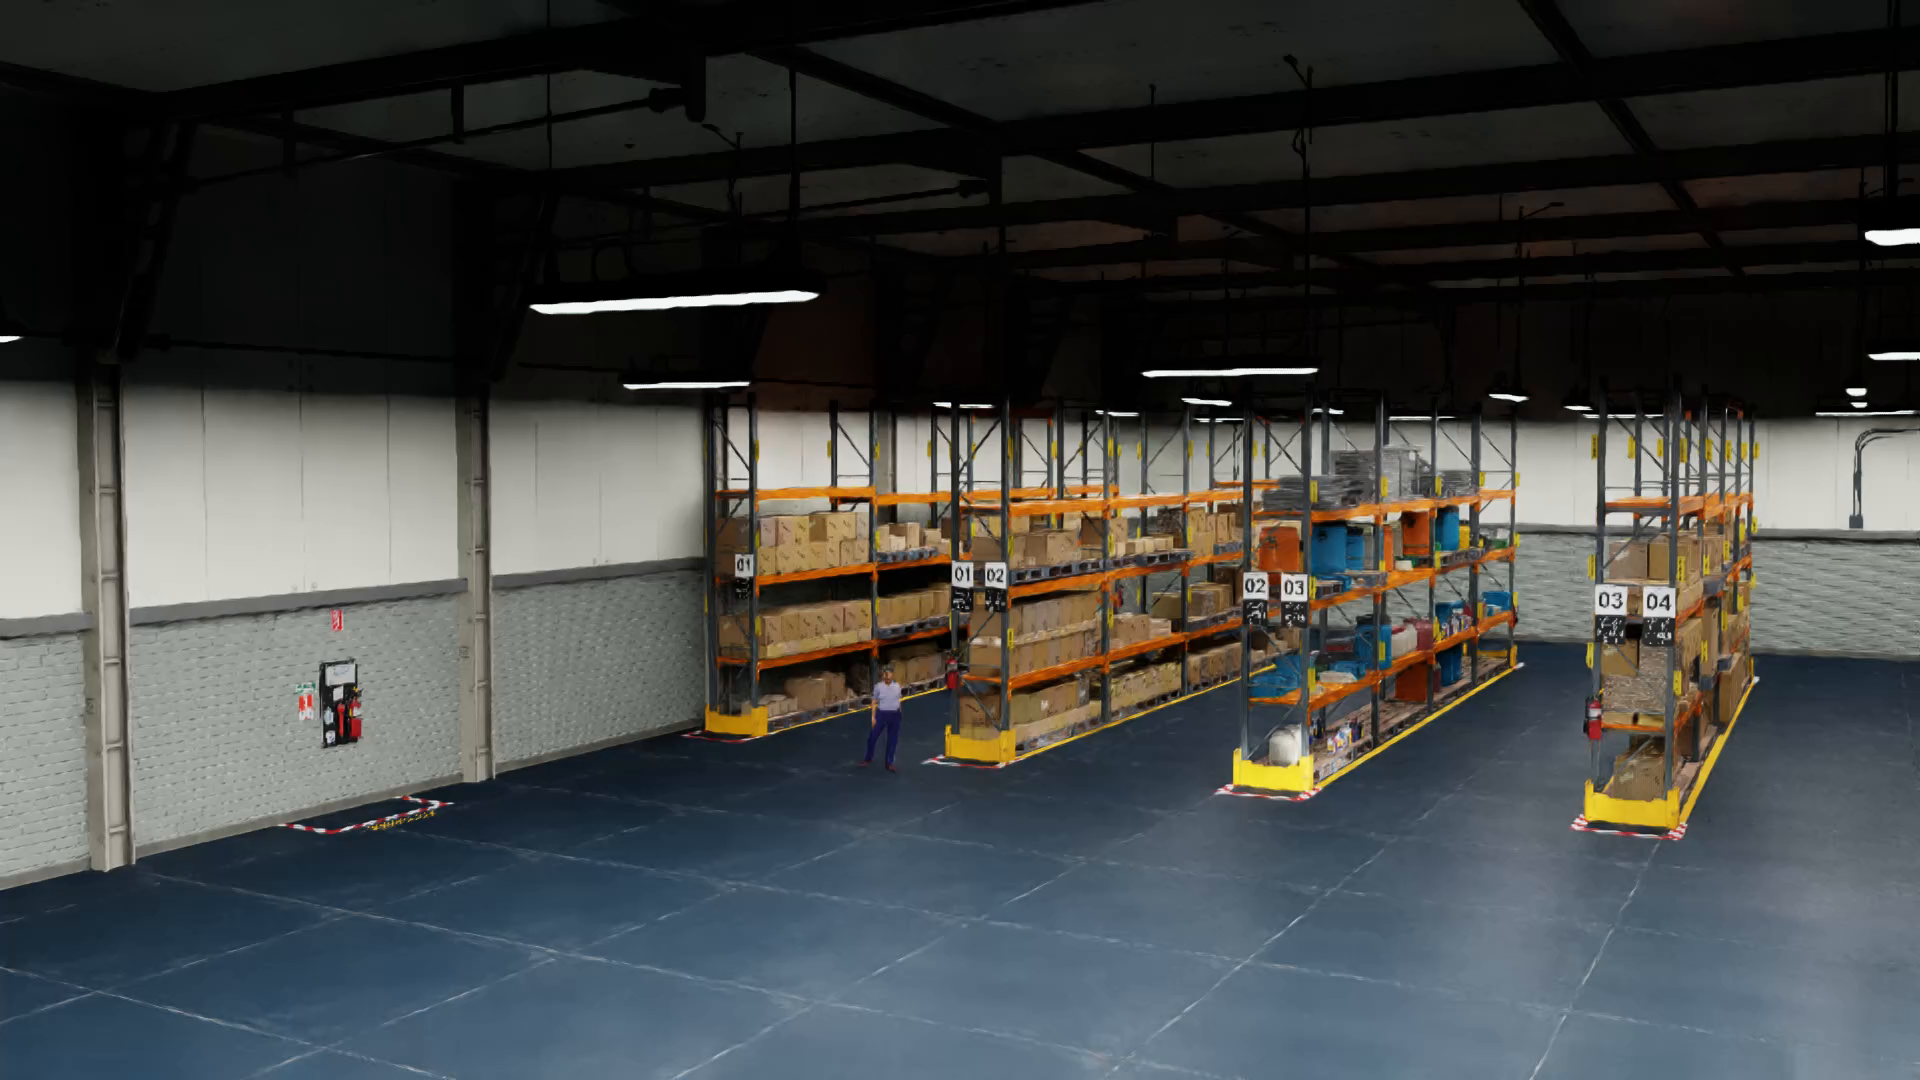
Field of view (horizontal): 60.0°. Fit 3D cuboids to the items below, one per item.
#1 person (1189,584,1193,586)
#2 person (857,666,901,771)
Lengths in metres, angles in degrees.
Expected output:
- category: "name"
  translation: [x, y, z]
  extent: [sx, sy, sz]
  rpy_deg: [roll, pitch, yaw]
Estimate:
- category: "person"
  translation: [5.698, 1.944, 40.801]
  extent: [0.677, 1.726, 0.574]
  rpy_deg: [2, 3, 27]
- category: "person"
  translation: [-1.255, 2.781, 25.994]
  extent: [0.677, 1.641, 0.518]
  rpy_deg: [-1, 3, -14]
